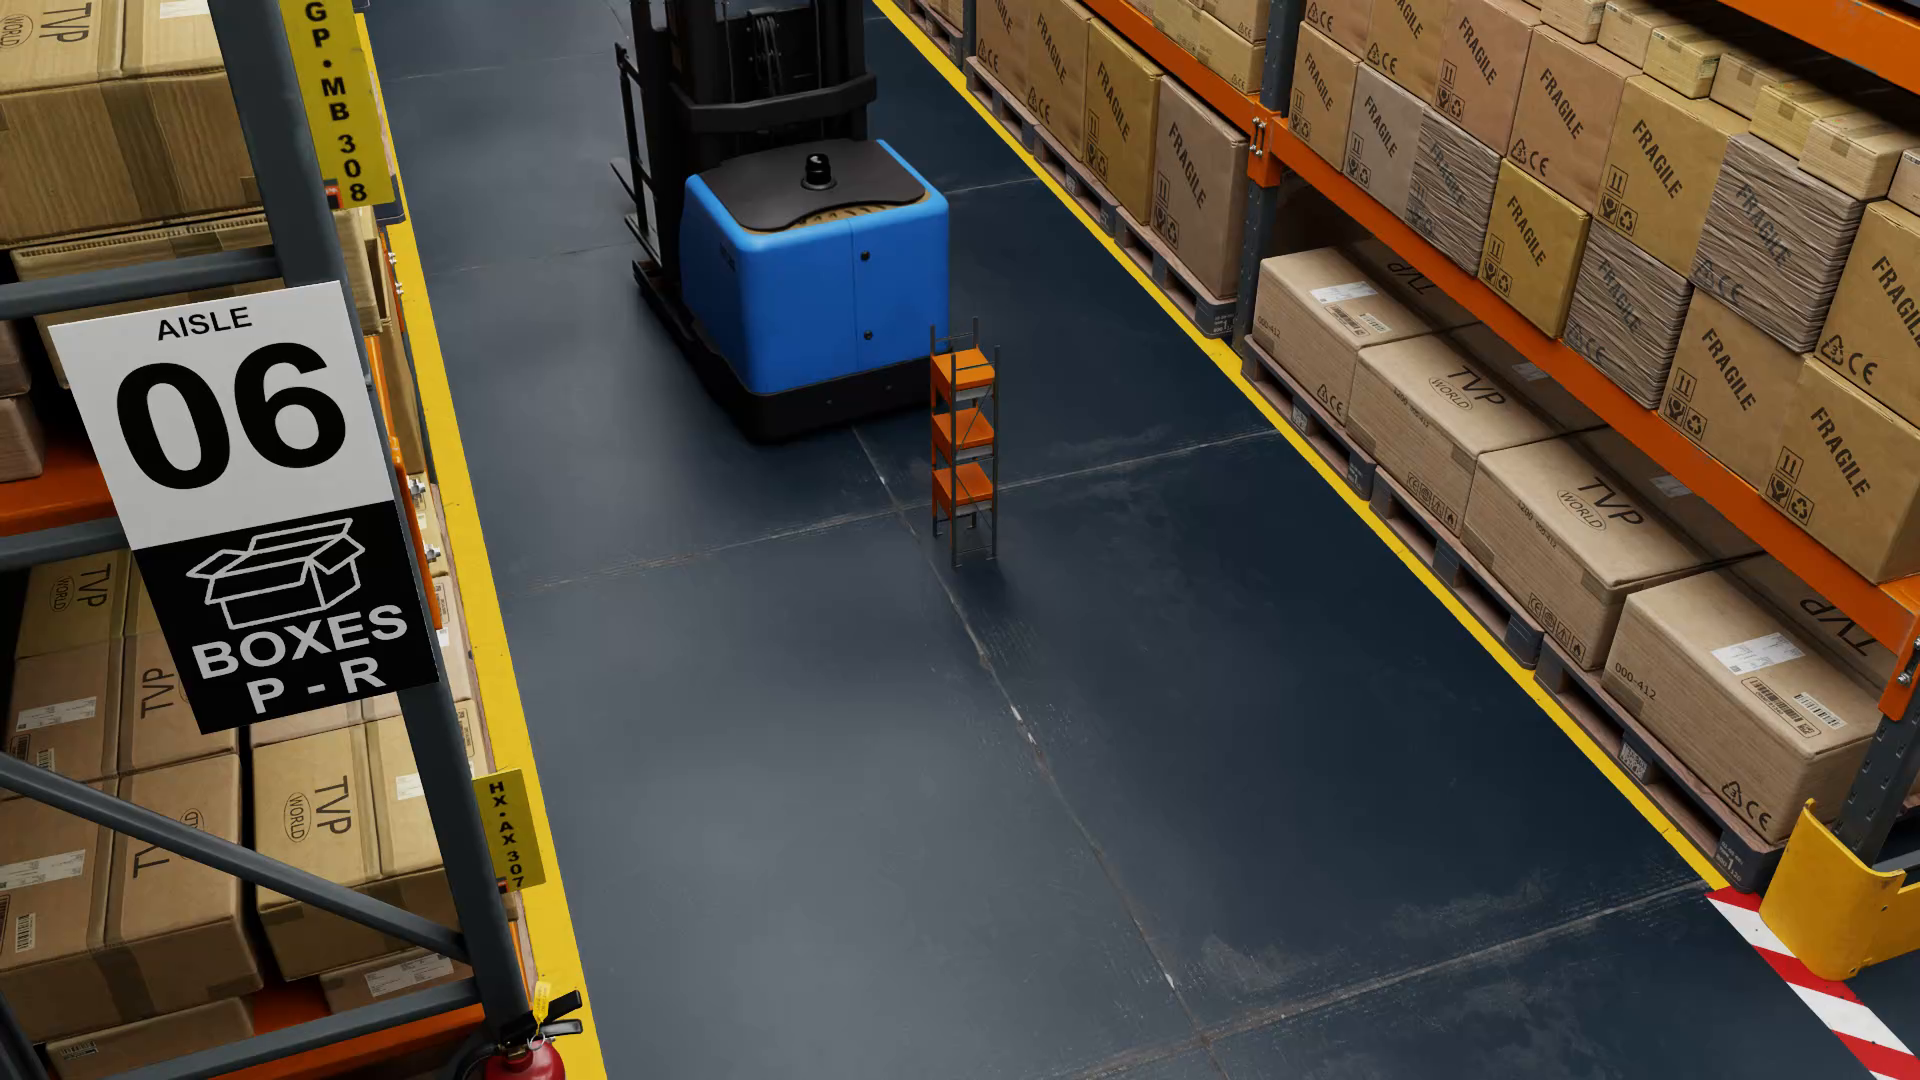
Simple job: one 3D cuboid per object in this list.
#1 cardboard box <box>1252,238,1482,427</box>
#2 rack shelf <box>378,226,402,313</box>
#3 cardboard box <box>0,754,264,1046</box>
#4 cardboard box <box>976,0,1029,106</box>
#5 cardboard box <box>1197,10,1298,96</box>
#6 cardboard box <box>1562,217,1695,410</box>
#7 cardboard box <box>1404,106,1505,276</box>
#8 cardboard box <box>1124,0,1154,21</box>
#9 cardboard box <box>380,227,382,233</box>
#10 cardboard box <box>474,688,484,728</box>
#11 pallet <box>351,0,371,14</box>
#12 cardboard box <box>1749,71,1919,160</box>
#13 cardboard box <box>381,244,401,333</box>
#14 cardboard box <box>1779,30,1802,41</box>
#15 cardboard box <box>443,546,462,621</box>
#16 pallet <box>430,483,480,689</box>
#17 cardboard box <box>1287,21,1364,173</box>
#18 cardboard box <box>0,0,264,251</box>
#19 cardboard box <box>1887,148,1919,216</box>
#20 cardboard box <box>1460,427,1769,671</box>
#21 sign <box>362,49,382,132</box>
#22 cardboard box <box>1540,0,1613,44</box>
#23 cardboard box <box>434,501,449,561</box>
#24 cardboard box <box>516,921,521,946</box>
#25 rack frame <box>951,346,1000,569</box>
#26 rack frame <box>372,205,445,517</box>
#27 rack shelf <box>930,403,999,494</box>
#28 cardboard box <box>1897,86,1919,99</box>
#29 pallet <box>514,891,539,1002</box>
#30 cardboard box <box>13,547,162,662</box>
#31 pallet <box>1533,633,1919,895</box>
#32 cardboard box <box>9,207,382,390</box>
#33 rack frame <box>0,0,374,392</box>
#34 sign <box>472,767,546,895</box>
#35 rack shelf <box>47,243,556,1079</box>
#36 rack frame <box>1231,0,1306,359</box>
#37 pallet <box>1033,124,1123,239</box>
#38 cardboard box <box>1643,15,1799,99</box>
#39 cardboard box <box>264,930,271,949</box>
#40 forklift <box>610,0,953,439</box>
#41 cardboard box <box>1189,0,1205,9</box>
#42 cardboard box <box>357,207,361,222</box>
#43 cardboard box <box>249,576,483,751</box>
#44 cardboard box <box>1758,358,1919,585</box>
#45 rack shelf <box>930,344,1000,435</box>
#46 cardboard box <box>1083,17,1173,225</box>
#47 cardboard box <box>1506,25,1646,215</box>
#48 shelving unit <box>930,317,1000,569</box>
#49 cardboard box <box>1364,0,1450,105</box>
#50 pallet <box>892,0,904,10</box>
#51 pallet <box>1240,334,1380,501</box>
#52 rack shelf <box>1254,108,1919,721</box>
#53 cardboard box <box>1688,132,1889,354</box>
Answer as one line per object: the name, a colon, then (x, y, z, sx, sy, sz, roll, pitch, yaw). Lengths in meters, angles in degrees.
cardboard box: (2.000, -1.022, 7.894, 0.875, 0.438, 0.875, -13, 39, -17)
rack shelf: (-3.462, -2.067, 8.099, 1.077, 0.370, 4.000, -12, 39, -16)
cardboard box: (-1.805, 0.771, 3.611, 0.500, 0.250, 0.500, -11, 38, -15)
cardboard box: (0.668, -3.426, 10.722, 0.875, 0.875, 0.875, -13, 39, -16)
cardboard box: (1.494, -2.396, 8.063, 0.500, 0.250, 0.500, -13, 39, -17)
cardboard box: (2.502, -0.828, 5.773, 0.500, 0.500, 0.500, -11, 38, -15)
cardboard box: (2.135, -1.408, 6.543, 0.500, 0.500, 0.500, -12, 39, -16)
cardboard box: (1.164, -2.973, 8.828, 0.500, 0.250, 0.500, -13, 39, -17)
cardboard box: (-3.262, -1.590, 8.596, 0.500, 0.500, 0.500, -14, 39, -18)
cardboard box: (-2.134, 0.423, 5.924, 0.700, 0.500, 0.500, -14, 39, -18)
pallet: (-3.852, -3.040, 8.952, 1.213, 0.211, 1.003, -12, 39, -16)
cardboard box: (2.624, -1.272, 4.993, 0.380, 0.149, 0.250, -12, 39, -15)
cardboard box: (-2.184, -0.767, 5.652, 0.500, 0.250, 0.500, -12, 39, -16)
cardboard box: (2.967, -1.687, 5.544, 0.380, 0.149, 0.250, -12, 39, -16)
cardboard box: (-1.650, 0.154, 4.761, 0.380, 0.149, 0.250, -14, 39, -17)
pallet: (-2.539, 0.277, 6.707, 1.003, 0.211, 1.213, -12, 39, -16)
cardboard box: (1.801, -1.975, 7.296, 0.500, 0.500, 0.500, -11, 38, -14)
cardboard box: (-1.315, -0.725, 2.688, 0.500, 0.250, 0.500, -13, 39, -16)
cardboard box: (2.840, -0.993, 4.622, 0.380, 0.149, 0.250, -12, 39, -15)
cardboard box: (2.618, -0.007, 6.546, 0.875, 0.438, 0.875, -11, 38, -15)
sign: (-2.267, -1.687, 6.278, 0.100, 0.325, 0.005, -12, 39, -16)
cardboard box: (2.256, -1.857, 5.769, 0.380, 0.149, 0.250, -12, 39, -16)
cardboard box: (-2.307, 0.000, 6.777, 0.380, 0.149, 0.250, -14, 39, -17)
cardboard box: (-1.777, 1.009, 5.145, 0.700, 0.500, 0.500, -11, 38, -14)
rack frame: (0.060, -0.320, 6.803, 0.200, 1.050, 0.008, -12, 39, -16)
rack frame: (-2.774, -1.225, 6.383, 1.000, 3.000, 0.127, -12, 39, -16)
rack shelf: (0.018, -0.381, 6.900, 0.215, 0.259, 0.240, -12, 39, -16)
cardboard box: (3.153, -1.400, 5.162, 0.380, 0.149, 0.250, -14, 39, -17)
pallet: (-1.699, 1.656, 4.877, 1.003, 0.211, 1.213, -12, 39, -16)
cardboard box: (-2.148, 0.199, 4.371, 0.500, 0.250, 0.500, -11, 38, -15)
pallet: (2.913, 0.683, 6.168, 1.003, 0.211, 1.213, -12, 39, -16)
cardboard box: (-1.294, -0.530, 2.844, 0.500, 0.250, 0.500, -13, 39, -16)
rack frame: (-1.398, -1.362, 1.578, 1.000, 3.000, 0.127, -12, 39, -16)
sign: (-0.888, 0.576, 3.272, 0.100, 0.325, 0.005, -12, 39, -16)
rack shelf: (-2.086, 0.192, 5.100, 1.077, 0.370, 4.000, -12, 39, -16)
rack frame: (1.885, -2.255, 7.750, 1.000, 3.000, 0.127, -12, 39, -16)
pallet: (1.125, -2.252, 10.064, 1.003, 0.211, 1.213, -12, 39, -16)
cardboard box: (2.459, -1.564, 5.380, 0.380, 0.149, 0.250, -12, 38, -15)
cardboard box: (-1.793, 0.847, 3.841, 0.380, 0.149, 0.250, -11, 38, -15)
forklift: (-1.122, -2.522, 8.162, 1.130, 2.935, 3.031, -16, 40, -20)
cardboard box: (1.326, -2.874, 8.282, 0.500, 0.250, 0.500, -12, 38, -15)
cardboard box: (-1.465, -0.745, 3.461, 0.380, 0.149, 0.250, -12, 39, -15)
cardboard box: (-1.475, 0.379, 4.131, 0.500, 0.250, 0.500, -12, 39, -15)
cardboard box: (2.847, -0.253, 5.009, 0.500, 0.500, 0.500, -12, 39, -16)
rack shelf: (0.018, -0.607, 6.730, 0.215, 0.259, 0.240, -12, 39, -16)
cardboard box: (1.278, -2.416, 9.381, 0.875, 0.875, 0.875, -11, 38, -15)
cardboard box: (2.326, -1.511, 5.849, 0.500, 0.500, 0.500, -13, 39, -16)
shelving unit: (0.018, -0.389, 6.894, 0.215, 1.050, 0.252, -12, 39, -16)
cardboard box: (1.989, -2.088, 6.615, 0.500, 0.500, 0.500, -13, 39, -17)
pallet: (-0.175, -4.530, 13.089, 1.003, 0.211, 1.213, -12, 39, -16)
pallet: (2.073, -0.695, 7.997, 1.003, 0.211, 1.213, -12, 39, -16)
rack shelf: (2.573, -0.838, 6.467, 1.077, 0.370, 4.000, -12, 39, -16)
cardboard box: (2.665, -0.947, 5.099, 0.500, 0.500, 0.500, -12, 39, -16)
